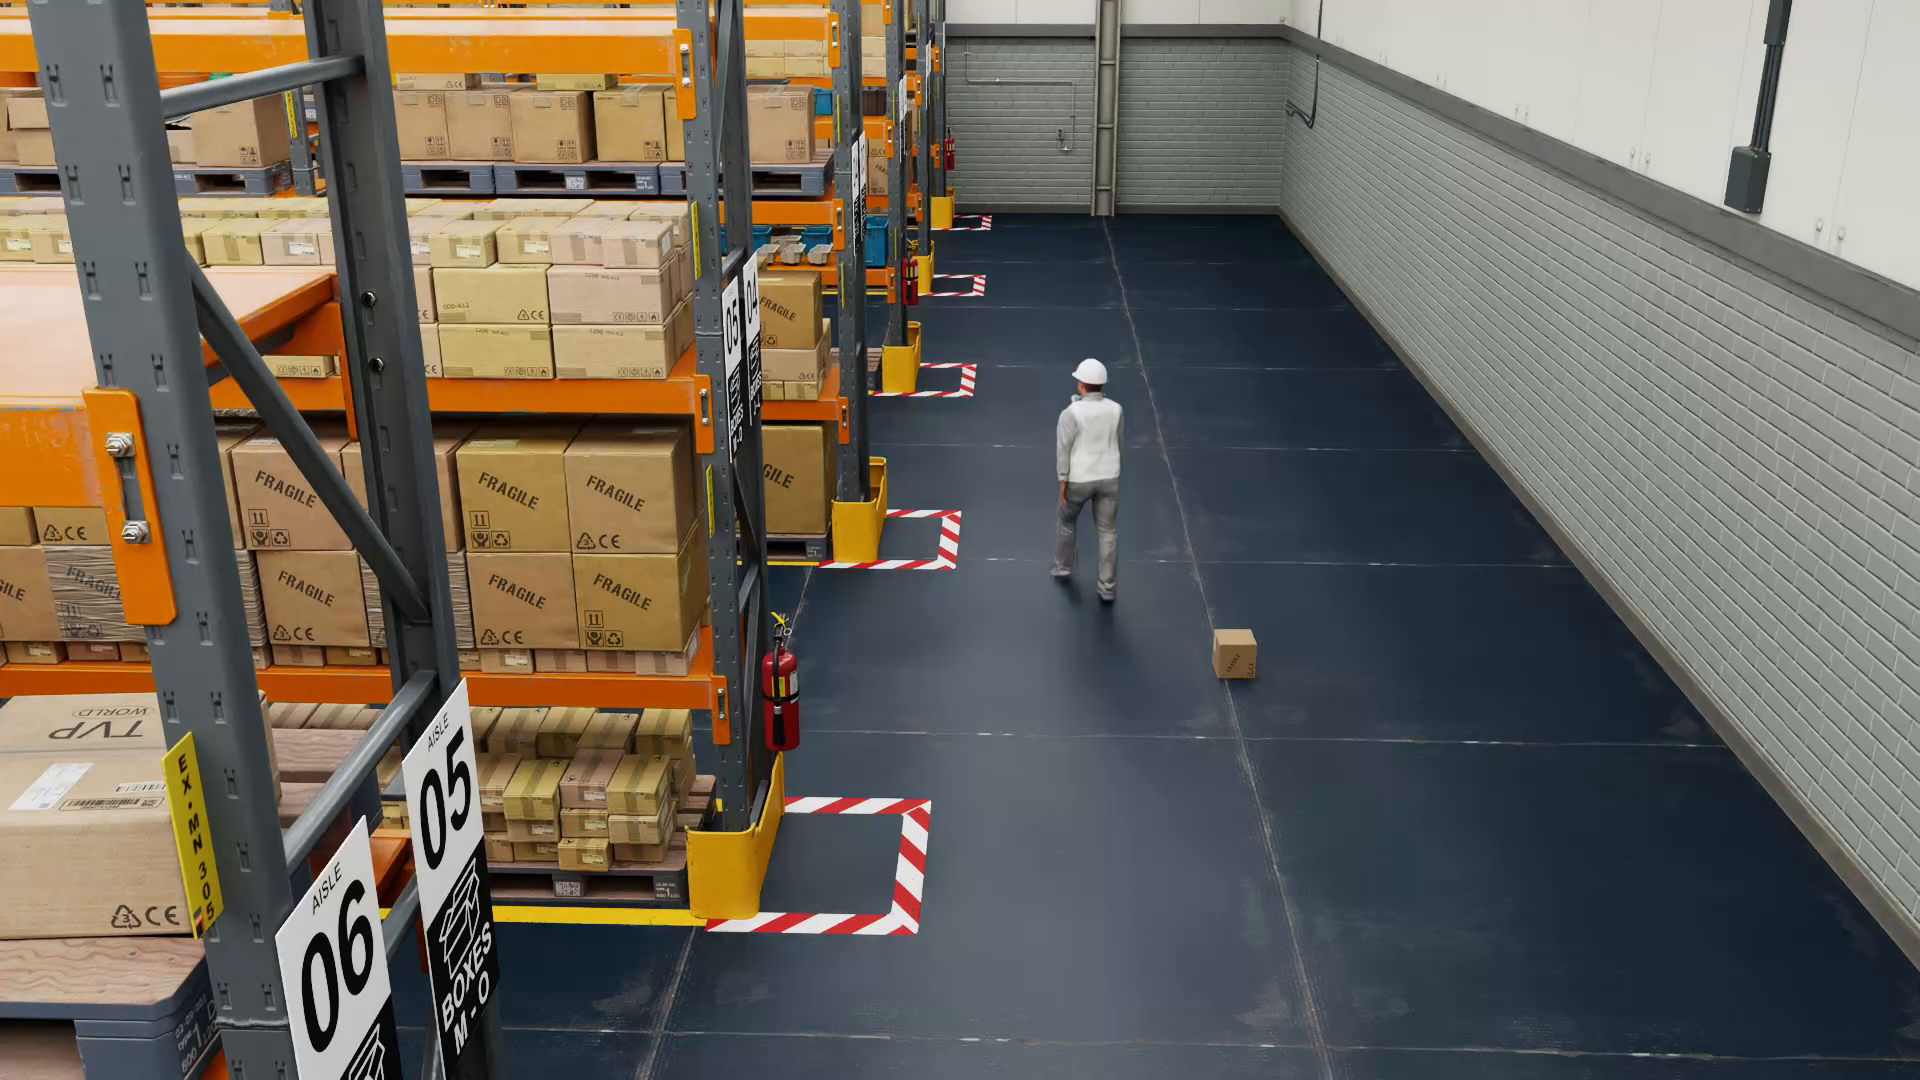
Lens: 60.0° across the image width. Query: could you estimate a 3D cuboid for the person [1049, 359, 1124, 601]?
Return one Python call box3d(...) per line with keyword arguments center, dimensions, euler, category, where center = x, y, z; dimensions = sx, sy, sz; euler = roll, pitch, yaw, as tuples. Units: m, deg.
box3d(center=(0.951, -0.448, 12.286), dimensions=(0.561, 1.800, 0.850), euler=(-5, 21, -13), category="person")
